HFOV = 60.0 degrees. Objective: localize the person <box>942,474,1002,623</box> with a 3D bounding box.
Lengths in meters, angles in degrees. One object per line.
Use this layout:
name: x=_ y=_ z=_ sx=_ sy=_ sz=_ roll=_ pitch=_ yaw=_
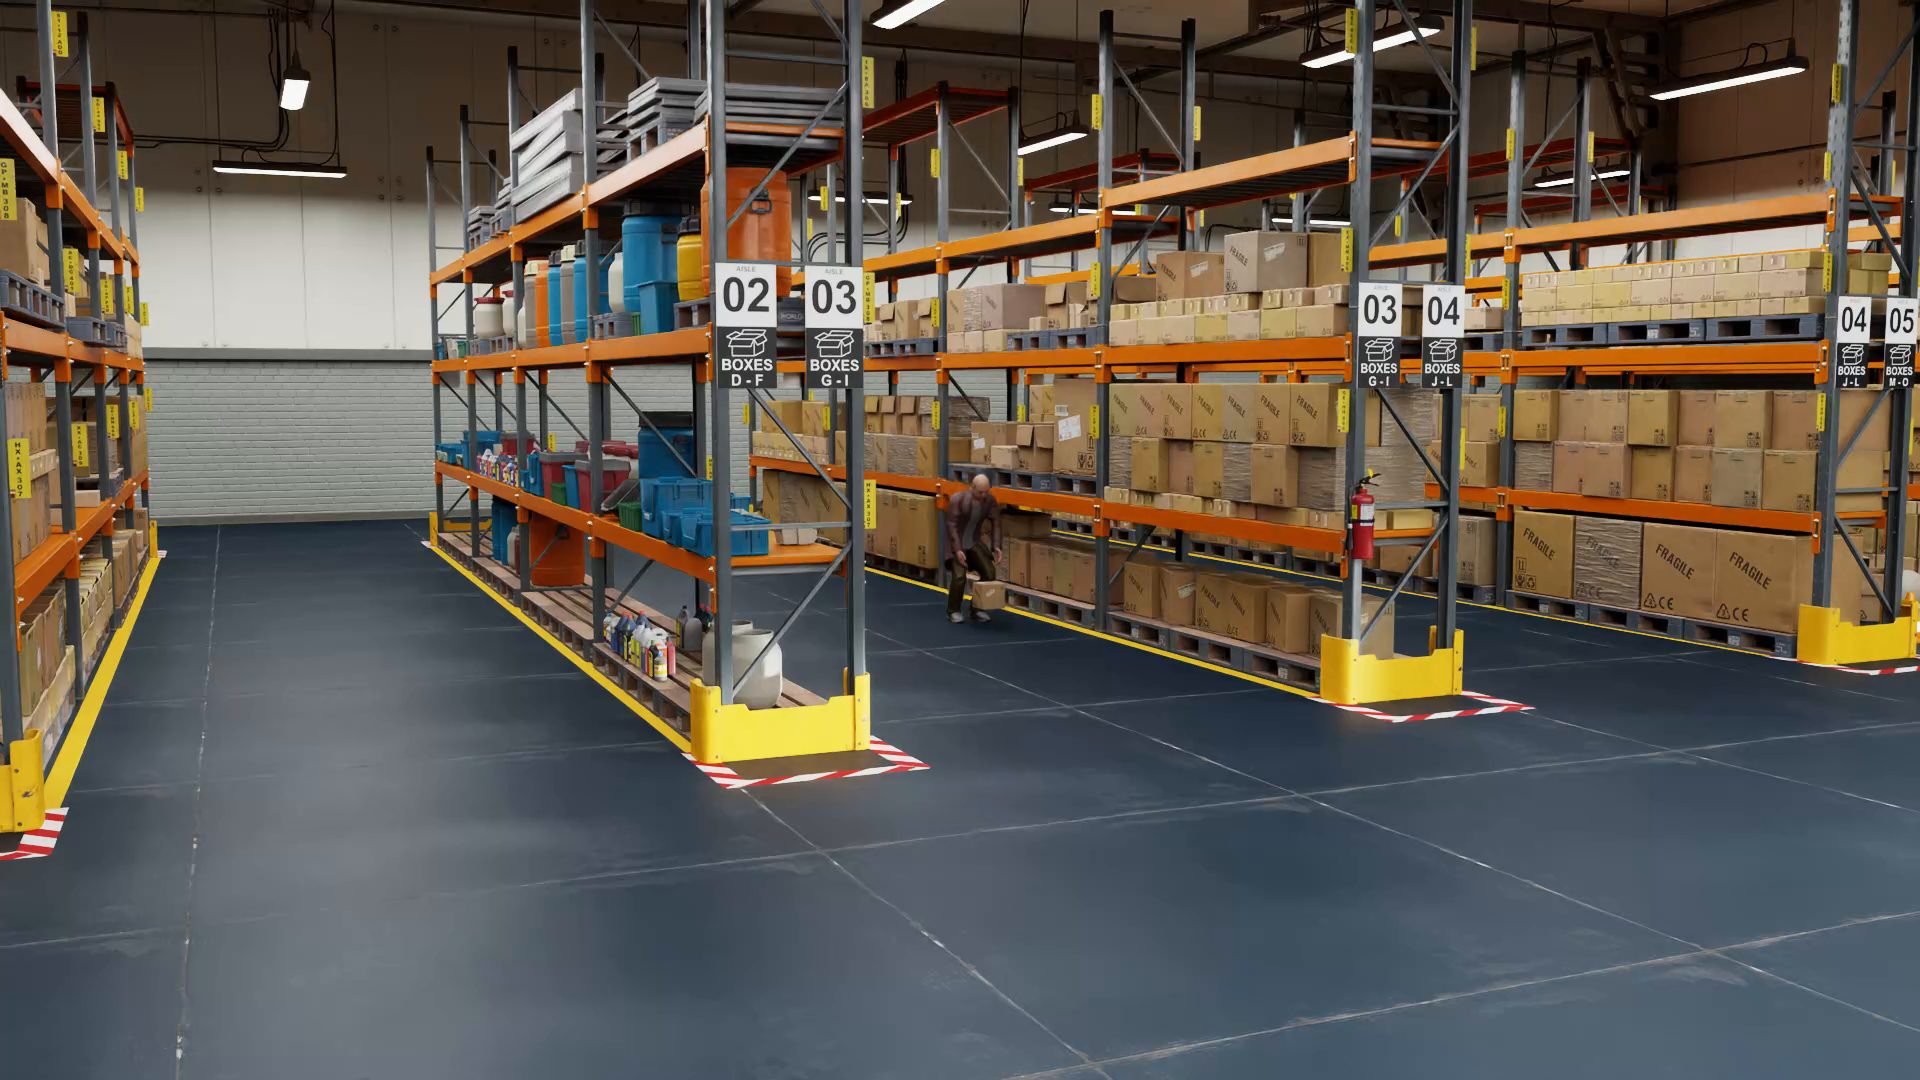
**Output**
person: x=0.120 y=0.082 z=17.197 sx=0.628 sy=1.524 sz=0.635 roll=-2 pitch=6 yaw=-23
